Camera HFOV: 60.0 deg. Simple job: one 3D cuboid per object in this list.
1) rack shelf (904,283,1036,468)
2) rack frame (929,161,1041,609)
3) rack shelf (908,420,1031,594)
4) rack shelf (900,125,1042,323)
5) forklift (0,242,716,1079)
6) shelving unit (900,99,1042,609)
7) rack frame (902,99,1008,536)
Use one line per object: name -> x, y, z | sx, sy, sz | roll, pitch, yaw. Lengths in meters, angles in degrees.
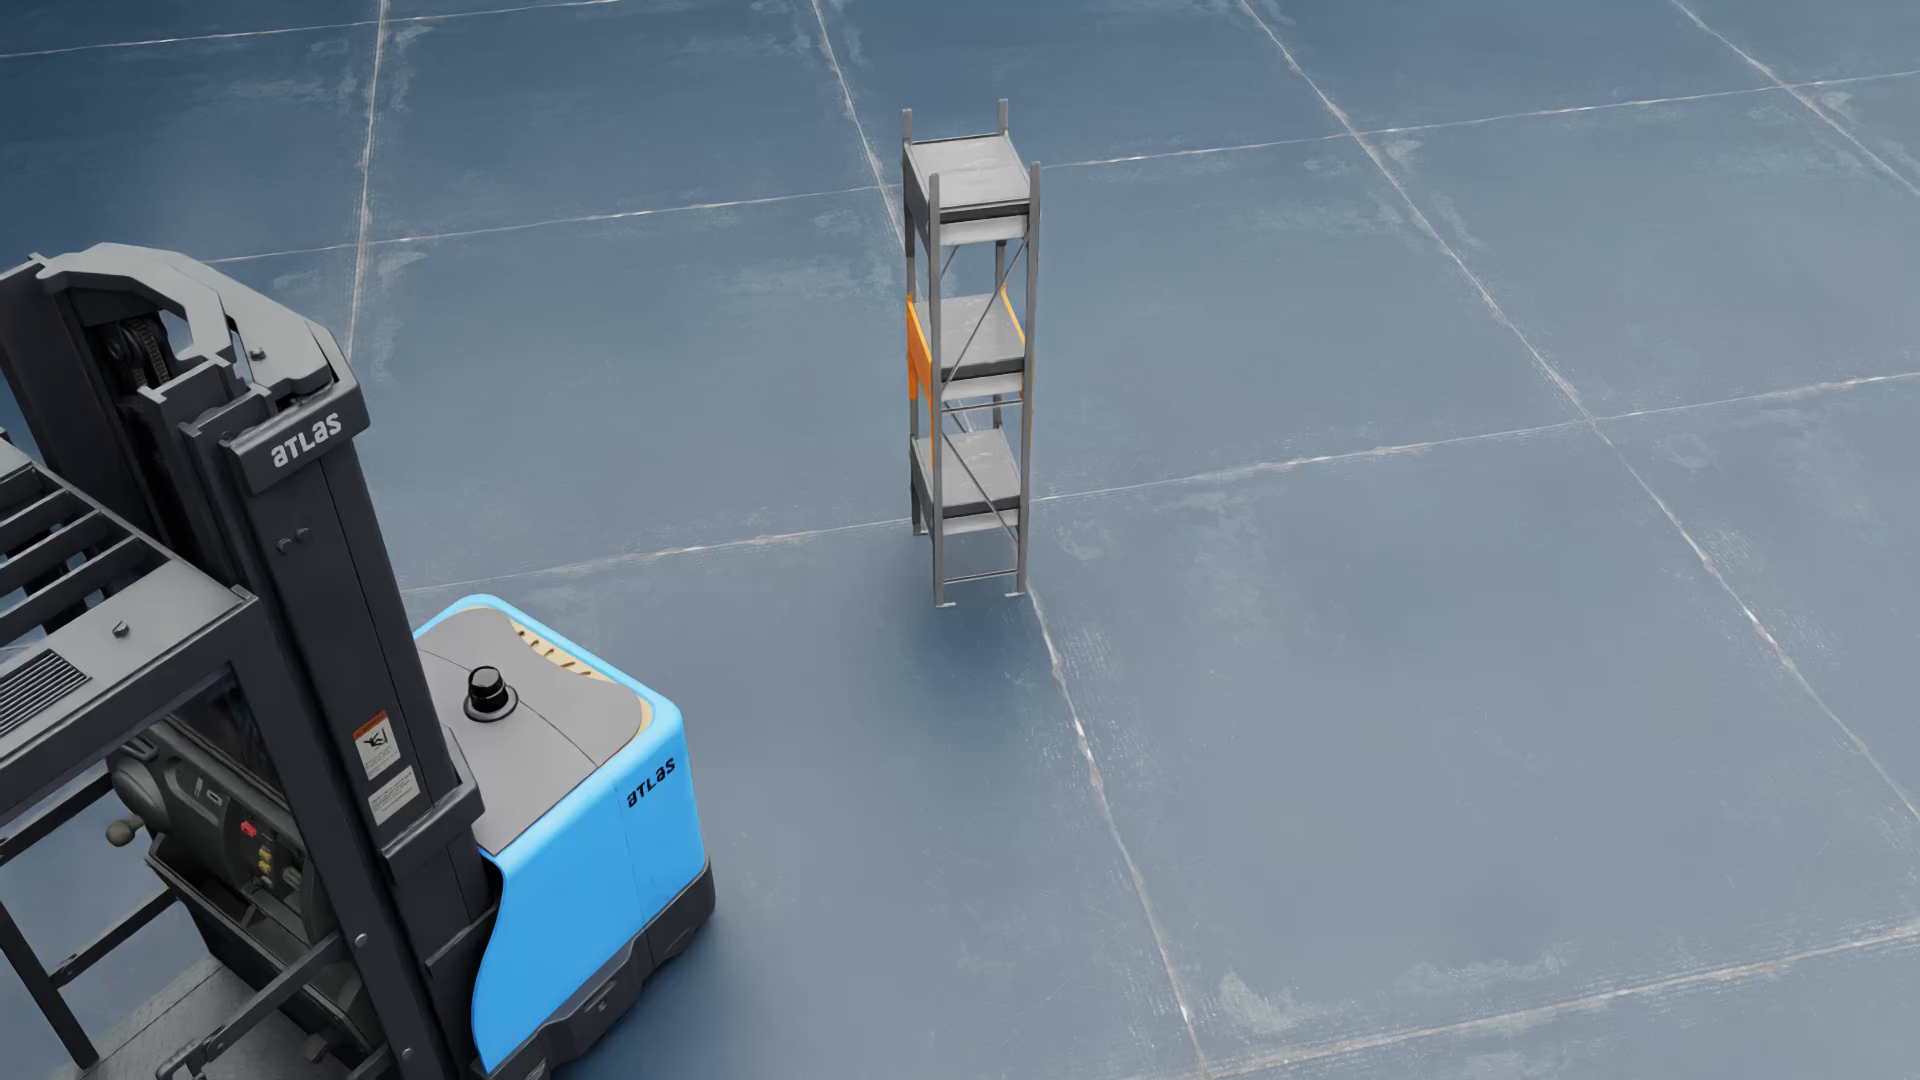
rack shelf -> 0.036, -0.668, 6.723 | 0.431, 0.518, 0.480 | -8, 42, -9
rack frame -> 0.088, -0.520, 6.536 | 0.400, 2.100, 0.015 | -8, 42, -9
rack shelf -> 0.036, -0.144, 7.188 | 0.431, 0.518, 0.480 | -8, 42, -9
rack shelf -> 0.036, -1.191, 6.258 | 0.431, 0.518, 0.480 | -8, 42, -9
forklift -> -2.153, 0.845, 4.373 | 1.130, 2.935, 3.031 | 26, 48, 26
shelving unit -> 0.036, -0.678, 6.714 | 0.431, 2.100, 0.503 | -8, 42, -9
rack frame -> -0.017, -0.836, 6.892 | 0.400, 2.100, 0.015 | -8, 42, -9
